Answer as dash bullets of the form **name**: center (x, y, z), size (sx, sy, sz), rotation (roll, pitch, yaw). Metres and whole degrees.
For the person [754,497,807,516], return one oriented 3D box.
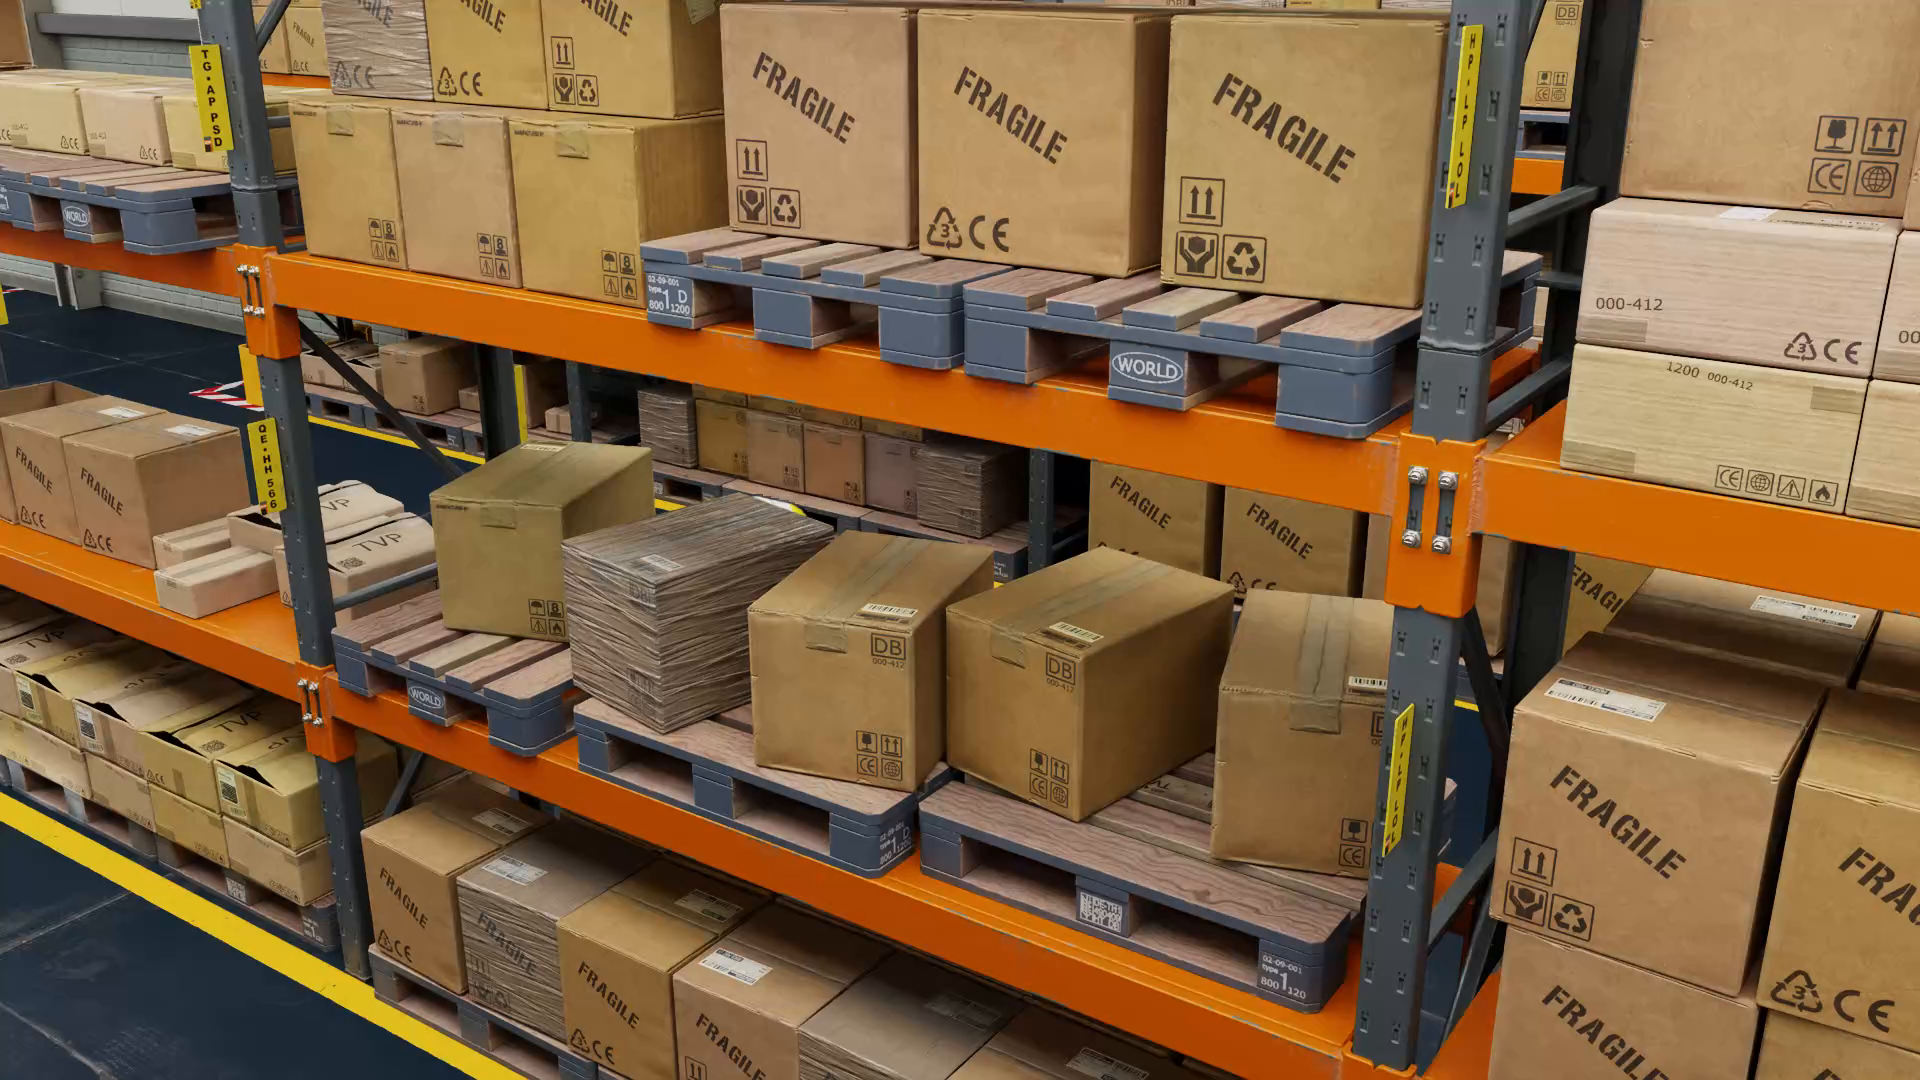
- **person**: center (-1.153, 0.341, 8.668), size (0.493, 1.031, 0.979), rotation (12, 23, 30)
